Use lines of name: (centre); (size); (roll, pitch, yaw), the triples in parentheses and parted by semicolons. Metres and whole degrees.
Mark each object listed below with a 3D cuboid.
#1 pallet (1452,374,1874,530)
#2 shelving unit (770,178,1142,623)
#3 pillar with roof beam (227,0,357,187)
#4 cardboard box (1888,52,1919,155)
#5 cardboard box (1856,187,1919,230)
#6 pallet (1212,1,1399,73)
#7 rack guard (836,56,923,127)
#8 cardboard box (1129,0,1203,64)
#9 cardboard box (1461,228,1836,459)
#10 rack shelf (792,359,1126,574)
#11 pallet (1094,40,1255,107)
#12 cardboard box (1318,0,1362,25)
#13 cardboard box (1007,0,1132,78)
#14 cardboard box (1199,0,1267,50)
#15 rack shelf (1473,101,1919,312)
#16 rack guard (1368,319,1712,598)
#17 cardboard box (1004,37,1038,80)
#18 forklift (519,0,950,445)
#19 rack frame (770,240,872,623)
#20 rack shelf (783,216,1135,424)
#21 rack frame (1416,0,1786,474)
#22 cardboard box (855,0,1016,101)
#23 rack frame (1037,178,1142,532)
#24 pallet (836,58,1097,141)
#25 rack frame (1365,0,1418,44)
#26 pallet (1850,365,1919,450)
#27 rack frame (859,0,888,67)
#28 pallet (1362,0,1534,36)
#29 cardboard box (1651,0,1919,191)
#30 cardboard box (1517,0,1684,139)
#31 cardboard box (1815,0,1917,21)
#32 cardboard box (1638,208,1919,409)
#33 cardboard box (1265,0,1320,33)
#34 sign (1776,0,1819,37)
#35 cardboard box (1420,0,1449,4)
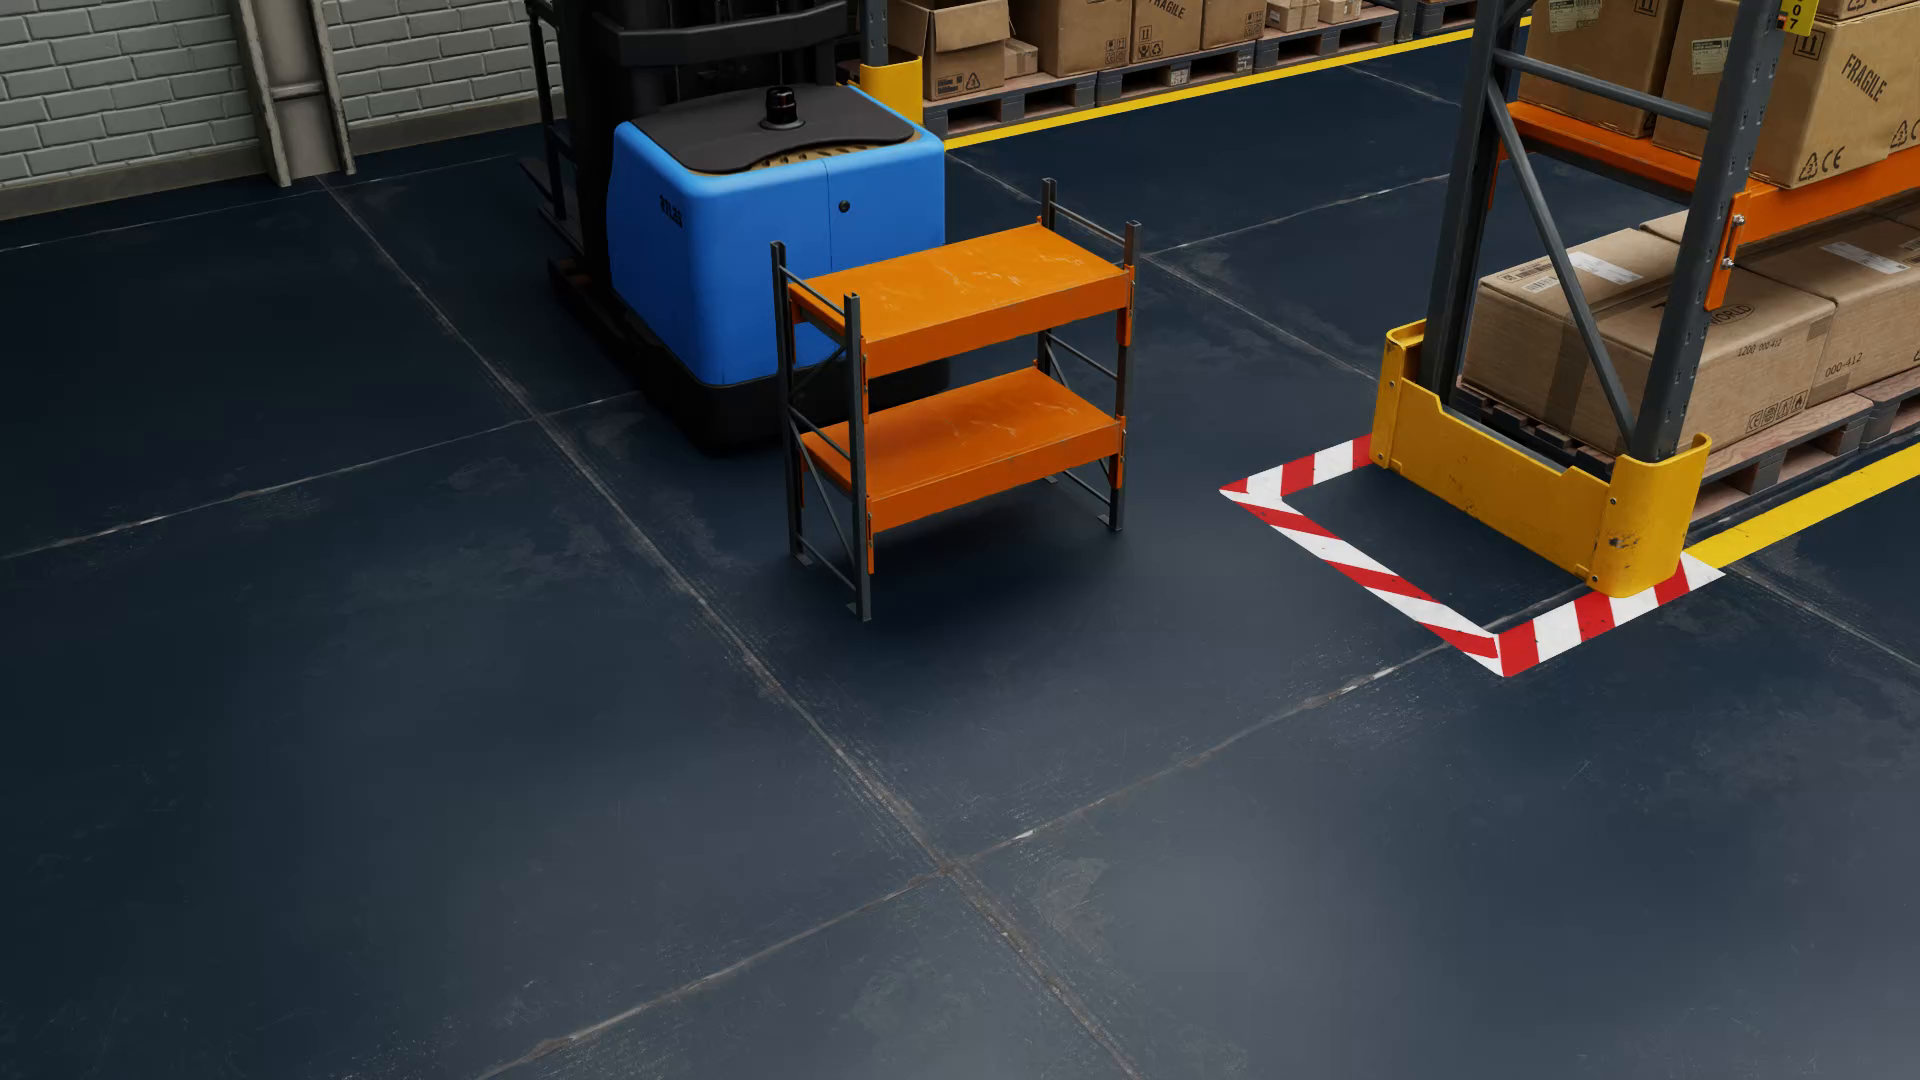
pallet: (2.620, -0.469, 6.296); (1.213, 0.211, 1.003); (-19, 37, -27)
shelving unit: (-0.006, -0.474, 5.447); (1.048, 1.125, 0.538); (-19, 37, -27)
pillar with roof beam: (-1.124, -3.839, 3.401); (0.400, 9.000, 9.100); (-19, 37, -27)
cardboard box: (2.959, -1.594, 5.371); (0.500, 0.500, 0.500); (-20, 37, -28)
cardboard box: (4.014, -1.240, 6.913); (0.875, 0.438, 0.875); (-20, 37, -29)
pallet: (2.082, -3.386, 10.920); (1.213, 0.211, 1.003); (-19, 37, -27)
rack guard: (-0.638, -2.572, 9.359); (0.348, 0.500, 1.175); (-19, 37, -27)
cardboard box: (1.101, -3.200, 9.960); (0.500, 0.500, 0.500); (-18, 37, -26)
cardboard box: (2.491, -0.712, 6.075); (0.875, 0.438, 0.875); (-20, 38, -29)
rack shelf: (-0.006, -0.267, 5.577); (1.000, 0.278, 0.538); (-19, 37, -27)
pallet: (1.056, -3.031, 10.358); (1.213, 0.211, 1.003); (-19, 37, -27)
cardboard box: (2.351, -3.443, 10.675); (0.250, 0.149, 0.380); (-20, 37, -29)
cardboard box: (0.603, -3.092, 9.789); (0.500, 0.500, 0.700); (-17, 36, -25)
cardboard box: (1.475, -3.392, 10.265); (0.500, 0.500, 0.700); (-20, 38, -29)
rack shelf: (3.671, -1.656, 6.239); (4.000, 0.370, 1.077); (-19, 37, -27)
rack guard: (1.970, -0.318, 5.786); (0.348, 0.500, 1.175); (-19, 37, -27)
cardboard box: (0.241, -2.819, 9.686); (0.250, 0.149, 0.380); (-21, 38, -29)
forklift: (-1.194, -2.354, 6.734); (1.130, 2.935, 3.031); (-16, 36, -24)
rack frame: (-0.433, -0.327, 5.214); (0.032, 1.125, 0.500); (-19, 37, -27)
rack shelf: (-0.006, -0.721, 5.291); (1.000, 0.278, 0.538); (-19, 37, -27)
rack frame: (1.990, -1.383, 5.130); (0.127, 3.000, 1.000); (-19, 37, -27)
cardboard box: (-0.137, -2.863, 9.424); (0.637, 0.503, 0.797); (-21, 38, -29)
rack frame: (0.422, -0.621, 5.680); (0.032, 1.125, 0.500); (-19, 37, -27)
pallet: (0.031, -2.681, 9.802); (1.213, 0.211, 1.003); (-19, 37, -27)
rack frame: (2.660, -4.764, 10.490); (0.127, 3.000, 1.000); (-19, 37, -27)
pallet: (3.644, -0.820, 6.852); (1.213, 0.211, 1.003); (-19, 37, -27)
rack frame: (-0.702, -3.607, 8.657); (0.127, 3.000, 1.000); (-19, 37, -27)
pallet: (3.323, -3.836, 11.634); (1.213, 0.211, 1.003); (-19, 37, -27)
cardboard box: (2.549, -1.435, 5.119); (0.500, 0.500, 0.500); (-19, 37, -28)
cardboard box: (2.252, -1.683, 5.513); (0.500, 0.500, 0.500); (-19, 37, -27)
cardboard box: (2.548, -1.859, 4.854); (0.500, 0.500, 0.500); (-20, 37, -28)
cardboard box: (3.256, -0.980, 6.501); (0.875, 0.438, 0.875); (-18, 36, -26)
cardboard box: (2.051, -3.389, 10.480); (0.258, 0.266, 0.396); (-18, 36, -26)
sign: (2.286, -1.532, 4.481); (0.005, 0.325, 0.100); (-19, 37, -27)
cardboard box: (3.188, -3.923, 11.107); (0.500, 0.500, 0.500); (-17, 36, -25)
